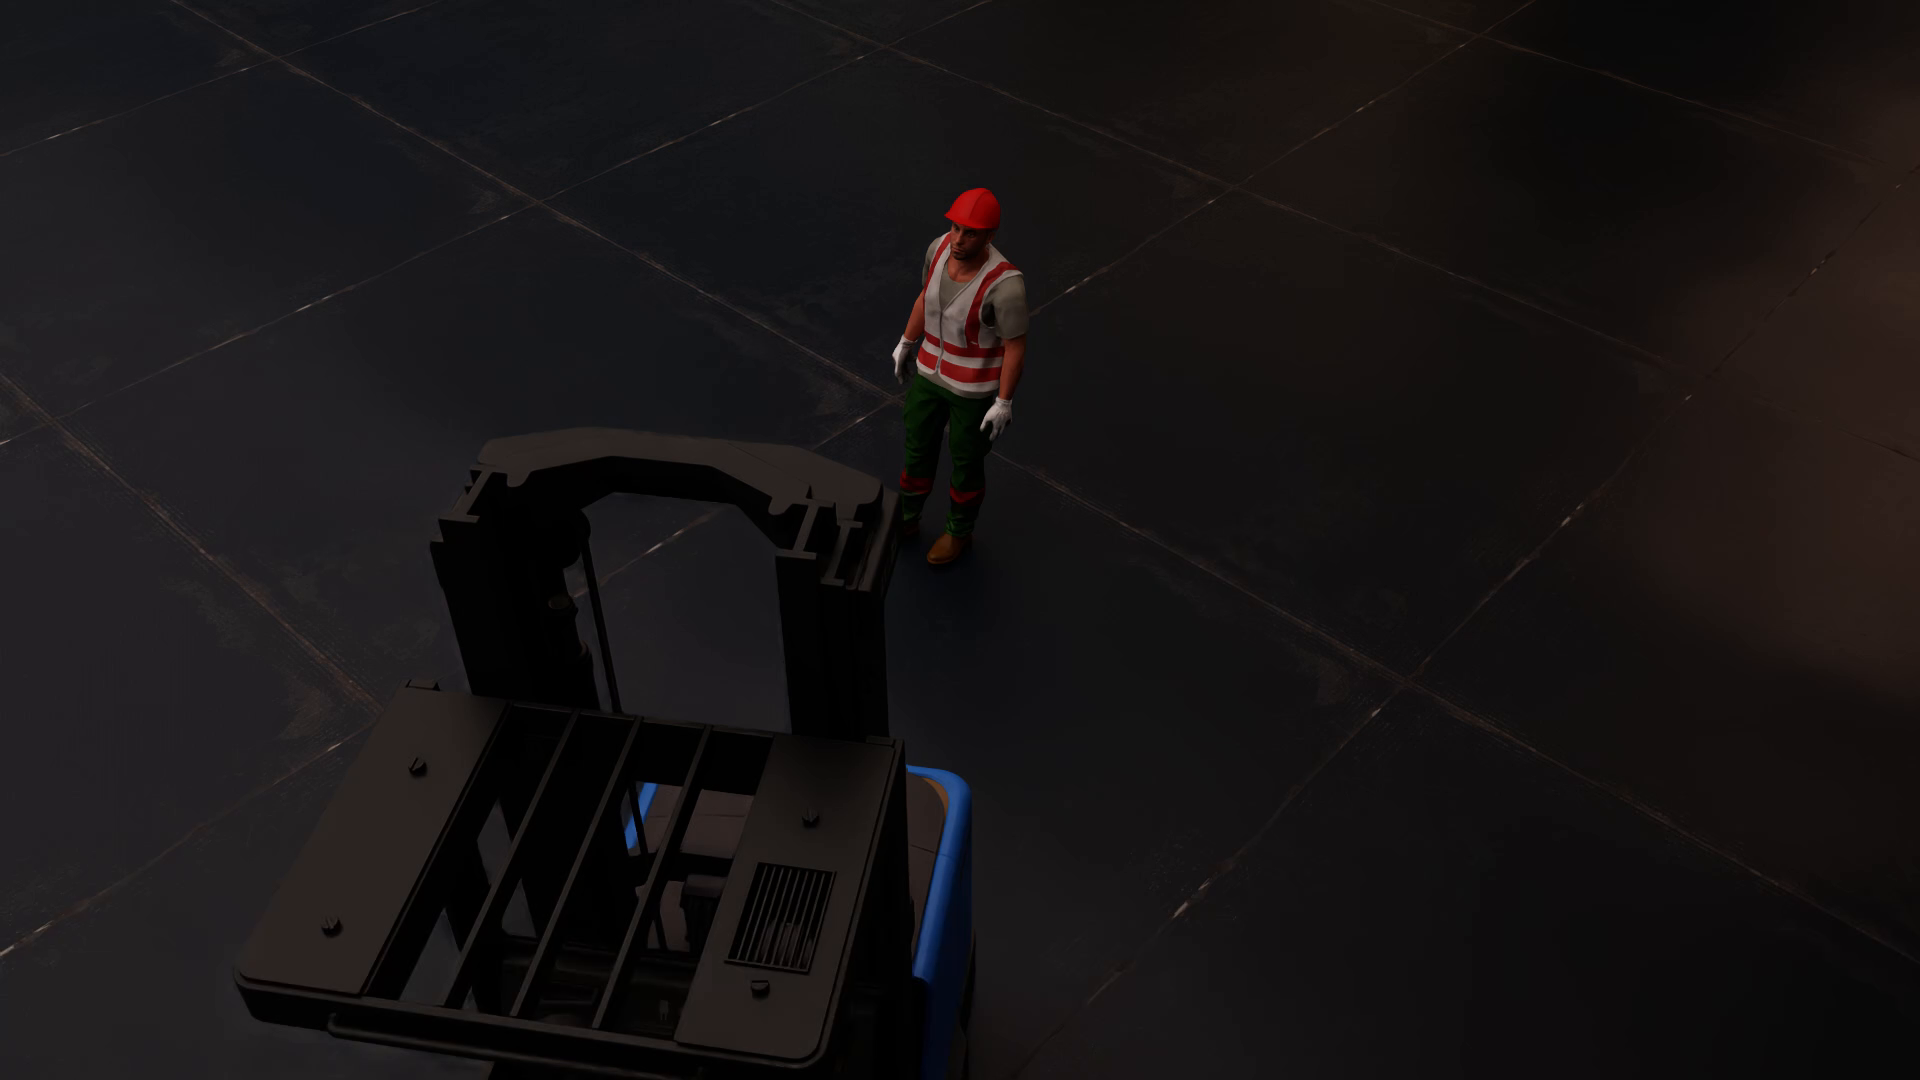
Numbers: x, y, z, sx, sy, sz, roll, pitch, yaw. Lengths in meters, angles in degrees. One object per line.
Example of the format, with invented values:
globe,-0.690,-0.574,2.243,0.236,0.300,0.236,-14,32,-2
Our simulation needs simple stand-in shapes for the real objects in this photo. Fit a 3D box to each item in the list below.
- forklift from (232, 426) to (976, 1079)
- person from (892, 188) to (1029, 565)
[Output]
forklift,-0.696,1.324,3.885,1.130,2.935,3.031,6,41,7
person,-0.064,-0.649,7.054,0.637,1.785,0.562,31,49,31
